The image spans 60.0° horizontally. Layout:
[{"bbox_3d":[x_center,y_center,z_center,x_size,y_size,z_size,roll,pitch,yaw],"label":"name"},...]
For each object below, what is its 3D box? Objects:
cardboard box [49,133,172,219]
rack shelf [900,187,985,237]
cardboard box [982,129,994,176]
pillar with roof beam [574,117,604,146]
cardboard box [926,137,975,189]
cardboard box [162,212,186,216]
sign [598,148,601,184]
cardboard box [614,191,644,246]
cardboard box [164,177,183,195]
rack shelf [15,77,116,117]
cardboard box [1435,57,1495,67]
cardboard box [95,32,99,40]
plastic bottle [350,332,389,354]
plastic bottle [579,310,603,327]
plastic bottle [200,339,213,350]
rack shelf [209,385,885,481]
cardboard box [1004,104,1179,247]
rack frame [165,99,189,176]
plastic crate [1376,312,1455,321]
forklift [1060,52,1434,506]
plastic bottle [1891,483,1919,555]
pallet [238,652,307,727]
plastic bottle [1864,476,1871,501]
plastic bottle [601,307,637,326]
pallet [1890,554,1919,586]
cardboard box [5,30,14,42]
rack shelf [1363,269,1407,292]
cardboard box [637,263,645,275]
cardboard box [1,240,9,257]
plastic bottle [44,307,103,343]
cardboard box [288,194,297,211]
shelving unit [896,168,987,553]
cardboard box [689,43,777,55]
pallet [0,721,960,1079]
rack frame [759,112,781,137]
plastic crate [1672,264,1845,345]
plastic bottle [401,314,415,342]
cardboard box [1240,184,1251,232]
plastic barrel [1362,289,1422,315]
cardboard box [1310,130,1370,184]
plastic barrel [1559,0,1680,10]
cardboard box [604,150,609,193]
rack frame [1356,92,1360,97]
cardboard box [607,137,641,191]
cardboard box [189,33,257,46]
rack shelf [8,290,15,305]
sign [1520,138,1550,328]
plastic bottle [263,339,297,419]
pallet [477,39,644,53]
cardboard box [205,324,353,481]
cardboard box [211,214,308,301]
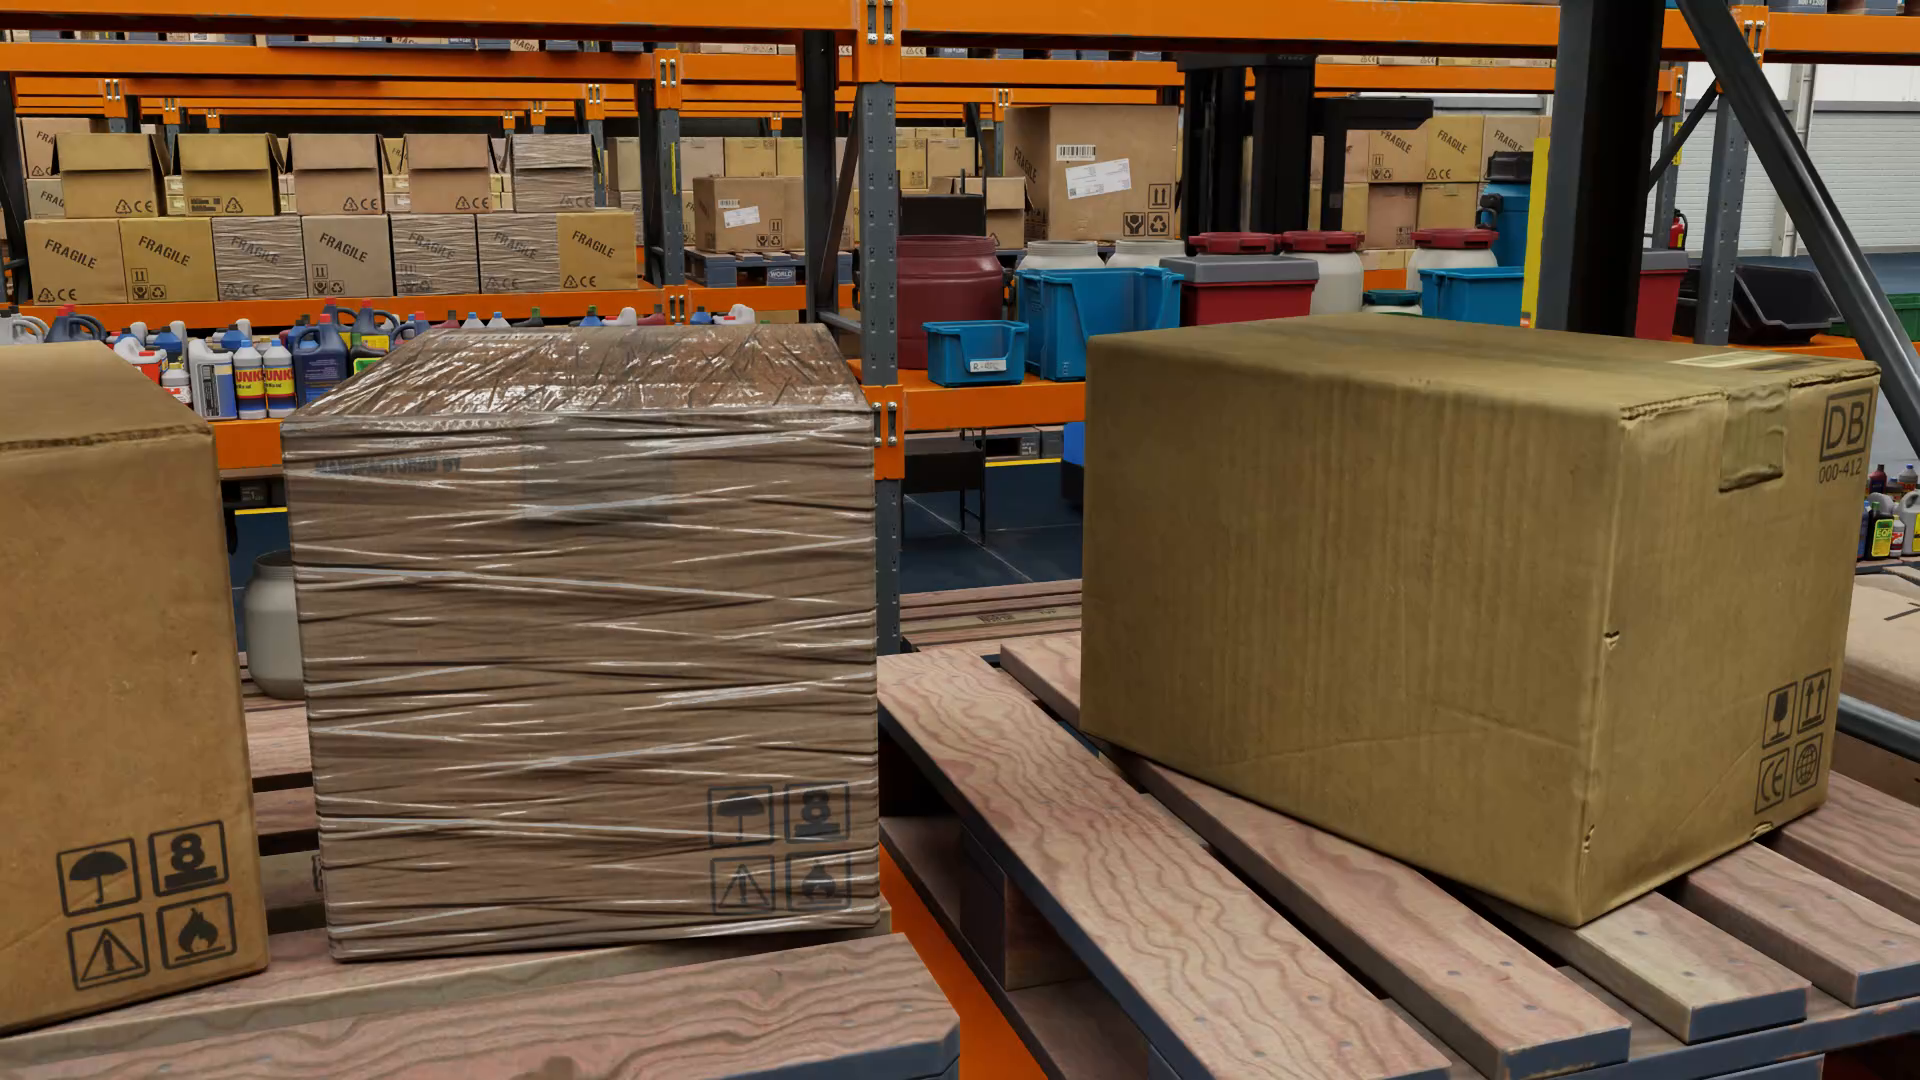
[{"bbox_3d":[-5.225,-2.254,10.253,0.637,0.503,0.797,-5,14,-20],"label":"cardboard box"},{"bbox_3d":[-0.157,-1.677,9.190,0.480,0.518,0.431,-4,14,-18],"label":"rack shelf"},{"bbox_3d":[0.629,-3.972,17.202,0.550,0.550,0.875,-4,14,-18],"label":"cardboard box"},{"bbox_3d":[-4.463,-7.494,21.701,0.400,9.000,9.100,-4,14,-18],"label":"pillar with roof beam"},{"bbox_3d":[-0.200,-3.851,16.975,0.500,0.500,0.700,-5,14,-19],"label":"cardboard box"},{"bbox_3d":[-5.000,-1.846,10.707,0.500,0.500,0.500,-4,14,-16],"label":"cardboard box"},{"bbox_3d":[-3.341,-3.465,15.398,0.005,0.325,0.100,-4,14,-18],"label":"sign"},{"bbox_3d":[-3.011,-3.081,15.899,0.500,0.500,0.500,-4,14,-17],"label":"cardboard box"},{"bbox_3d":[-6.794,-3.063,14.389,0.250,0.149,0.380,-4,14,-15],"label":"cardboard box"},{"bbox_3d":[-9.209,-3.725,13.895,4.000,0.370,1.077,-4,14,-18],"label":"rack shelf"},{"bbox_3d":[3.734,-3.737,12.715,0.500,0.250,0.500,-5,14,-19],"label":"cardboard box"},{"bbox_3d":[-9.613,-5.605,18.905,0.500,0.500,0.500,-4,14,-17],"label":"cardboard box"},{"bbox_3d":[-2.109,-0.603,5.946,0.133,0.283,0.061,-4,14,-18],"label":"plastic bottle"},{"bbox_3d":[-1.508,-0.804,6.817,0.097,0.271,0.097,0,13,0],"label":"plastic bottle"},{"bbox_3d":[-2.925,-0.674,6.424,0.097,0.201,0.097,0,13,0],"label":"plastic bottle"},{"bbox_3d":[-2.352,-0.380,6.312,4.000,0.370,1.077,-4,14,-18],"label":"rack shelf"},{"bbox_3d":[0.957,-2.727,12.422,1.000,1.000,1.000,-4,14,-18],"label":"cardboard box"},{"bbox_3d":[-8.988,-3.842,19.312,0.127,3.000,1.000,-4,14,-18],"label":"rack frame"},{"bbox_3d":[1.774,-0.879,7.314,0.662,0.188,0.450,-4,14,-18],"label":"plastic crate"},{"bbox_3d":[2.187,-1.685,10.391,3.031,2.935,1.130,-6,15,-25],"label":"forklift"},{"bbox_3d":[4.813,-0.112,8.404,0.185,0.351,0.144,-5,14,-19],"label":"plastic bottle"},{"bbox_3d":[-2.345,0.636,6.514,1.213,0.211,1.003,-4,14,-18],"label":"pallet"},{"bbox_3d":[4.983,-0.264,9.215,0.097,0.271,0.097,0,13,0],"label":"plastic bottle"},{"bbox_3d":[-1.409,-0.822,6.884,0.135,0.276,0.152,-4,14,-18],"label":"plastic bottle"},{"bbox_3d":[5.142,0.053,8.965,1.213,0.211,1.003,-4,14,-18],"label":"pallet"},{"bbox_3d":[-8.167,-4.268,13.863,0.500,0.250,0.500,-5,14,-20],"label":"cardboard box"},{"bbox_3d":[3.650,-2.056,13.361,4.000,0.370,1.077,-4,14,-18],"label":"rack shelf"},{"bbox_3d":[-4.934,-4.417,25.955,0.625,0.625,0.875,-5,14,-20],"label":"cardboard box"},{"bbox_3d":[-8.258,-2.516,14.279,0.250,0.149,0.380,-5,14,-20],"label":"cardboard box"},{"bbox_3d":[-3.260,-0.680,6.125,0.185,0.351,0.144,-4,14,-18],"label":"plastic bottle"},{"bbox_3d":[-5.803,-2.997,14.753,0.250,0.149,0.380,-4,14,-16],"label":"cardboard box"},{"bbox_3d":[-0.157,-1.009,9.348,0.503,2.100,0.431,-4,14,-18],"label":"shelving unit"},{"bbox_3d":[-1.510,-3.329,10.997,0.500,0.250,0.500,-4,14,-17],"label":"cardboard box"},{"bbox_3d":[-0.722,0.447,1.695,1.213,0.211,1.003,-4,14,-18],"label":"pallet"},{"bbox_3d":[-2.993,-5.521,26.370,0.127,3.000,1.000,-4,14,-18],"label":"rack frame"},{"bbox_3d":[3.871,-1.153,8.142,0.504,0.338,0.767,-4,14,-18],"label":"plastic crate"},{"bbox_3d":[-2.183,-0.766,6.659,0.097,0.271,0.097,0,13,0],"label":"plastic bottle"},{"bbox_3d":[2.201,-2.472,12.694,0.500,0.500,0.875,-4,14,-18],"label":"cardboard box"},{"bbox_3d":[2.031,-1.041,7.837,0.301,0.262,0.301,0,13,0],"label":"plastic barrel"},{"bbox_3d":[2.735,-2.953,12.557,0.500,0.500,0.500,-4,14,-18],"label":"cardboard box"},{"bbox_3d":[2.921,-2.791,7.327,0.708,0.901,0.600,-4,14,-18],"label":"plastic barrel"},{"bbox_3d":[-4.205,-4.557,20.553,0.500,0.500,0.500,-4,14,-15],"label":"cardboard box"},{"bbox_3d":[4.059,-3.649,18.503,0.127,3.000,1.000,-4,14,-18],"label":"rack frame"},{"bbox_3d":[-3.094,-3.625,16.023,0.500,0.500,0.700,-5,14,-18],"label":"cardboard box"},{"bbox_3d":[-6.413,-4.403,14.474,0.500,0.311,0.500,-5,14,-19],"label":"cardboard box"},{"bbox_3d":[-7.723,-1.171,9.637,4.000,0.370,1.077,-4,14,-18],"label":"rack shelf"},{"bbox_3d":[0.939,-0.475,2.657,0.005,0.325,0.100,-4,14,-18],"label":"sign"},{"bbox_3d":[-2.380,-0.565,5.815,0.097,0.271,0.097,0,13,0],"label":"plastic bottle"},{"bbox_3d":[-2.630,-3.272,10.842,1.003,0.211,1.213,-4,14,-15],"label":"pallet"},{"bbox_3d":[-4.381,-0.957,10.867,0.875,0.875,1.225,-5,14,-20],"label":"cardboard box"},{"bbox_3d":[-4.361,-1.770,10.387,0.500,0.500,0.500,-5,14,-19],"label":"cardboard box"}]
